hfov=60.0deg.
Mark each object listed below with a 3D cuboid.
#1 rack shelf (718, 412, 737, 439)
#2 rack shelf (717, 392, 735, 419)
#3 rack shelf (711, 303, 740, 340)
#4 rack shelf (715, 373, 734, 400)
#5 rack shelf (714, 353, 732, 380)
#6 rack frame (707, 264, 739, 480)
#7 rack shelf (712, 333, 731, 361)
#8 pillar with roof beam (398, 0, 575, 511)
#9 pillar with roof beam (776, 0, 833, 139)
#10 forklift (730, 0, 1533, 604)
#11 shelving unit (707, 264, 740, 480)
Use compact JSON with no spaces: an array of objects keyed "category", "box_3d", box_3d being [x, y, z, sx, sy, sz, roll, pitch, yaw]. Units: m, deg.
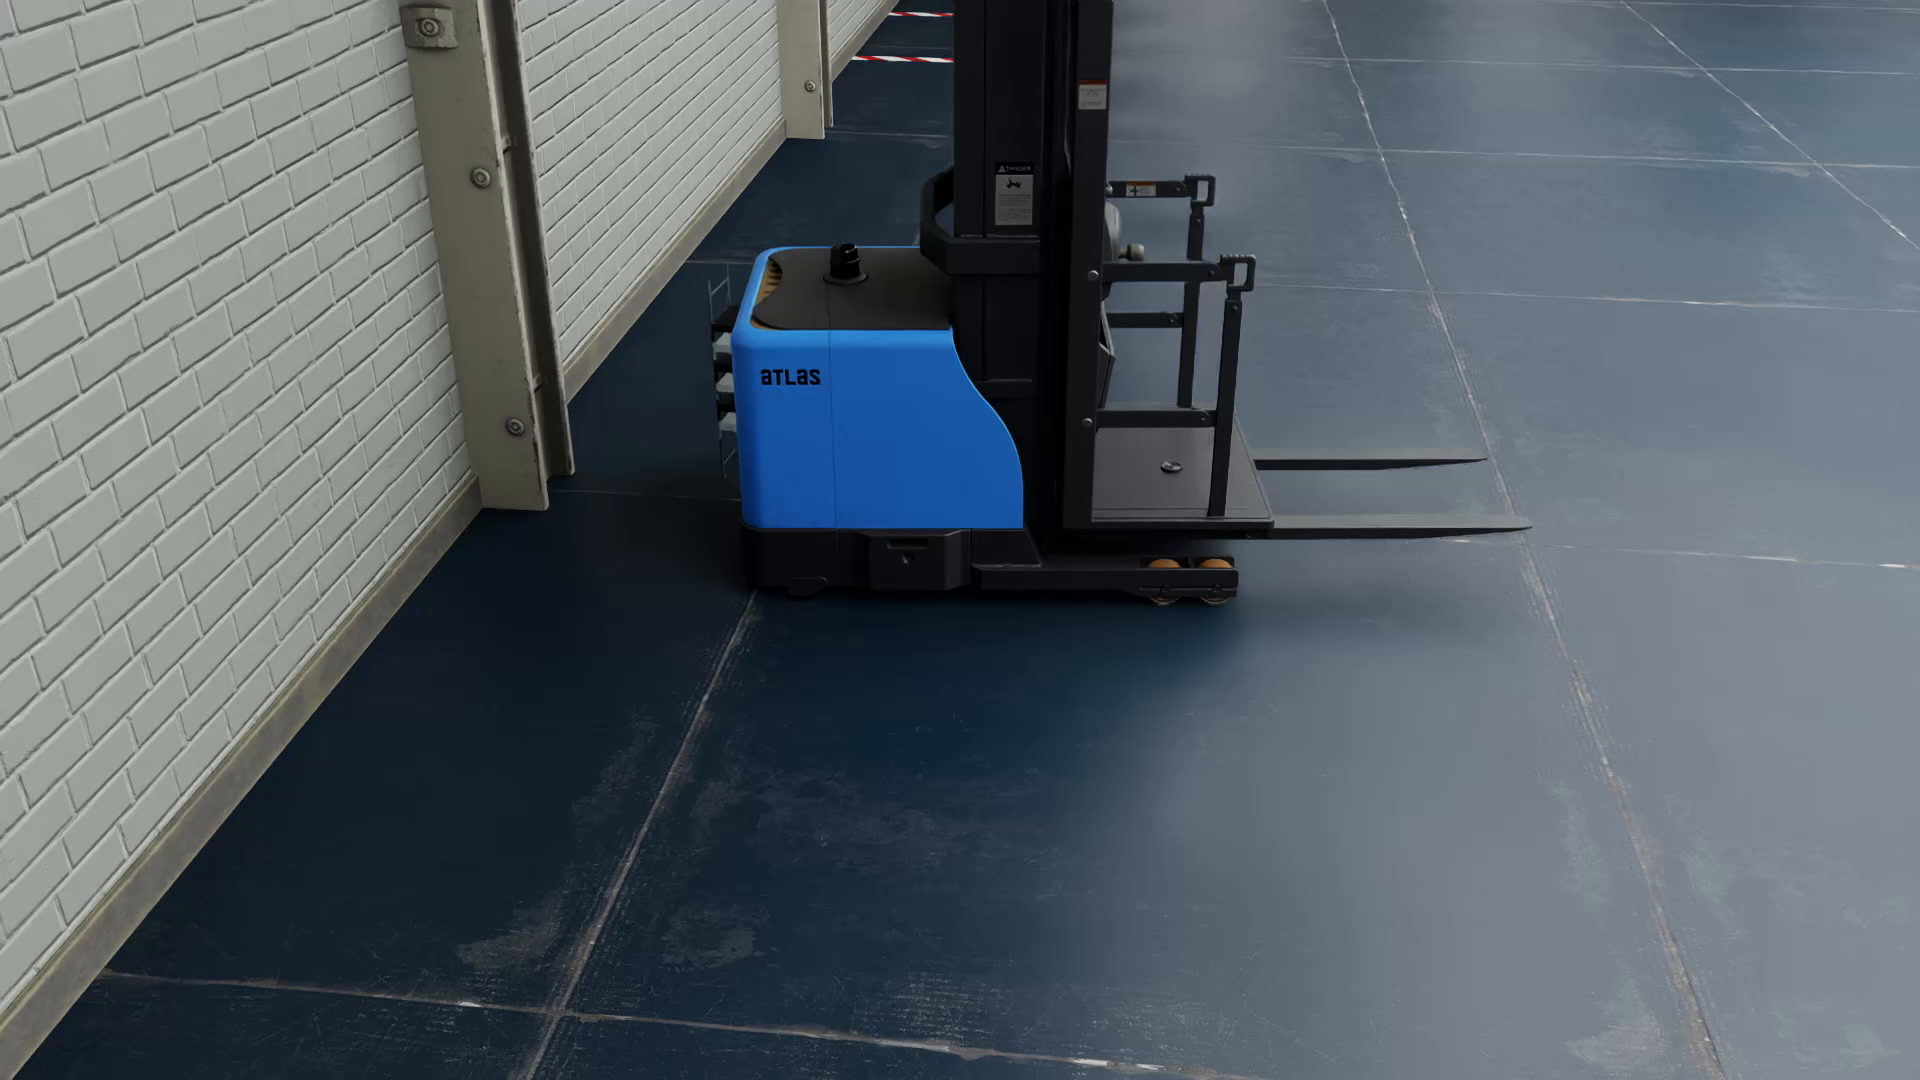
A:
[{"category":"rack shelf","box_3d":[-0.908,-0.516,7.209,0.200,0.077,0.258,6,29,11]},{"category":"rack shelf","box_3d":[-0.908,-0.596,7.167,0.200,0.077,0.258,6,29,11]},{"category":"rack shelf","box_3d":[-0.908,-0.913,6.996,0.200,0.077,0.258,6,29,11]},{"category":"rack shelf","box_3d":[-0.908,-0.675,7.124,0.200,0.077,0.258,6,29,11]},{"category":"rack shelf","box_3d":[-0.908,-0.754,7.081,0.200,0.077,0.258,6,29,11]},{"category":"rack frame","box_3d":[-1.007,-0.715,7.128,0.006,0.900,0.240,6,29,11]},{"category":"rack shelf","box_3d":[-0.908,-0.833,7.039,0.200,0.077,0.258,6,29,11]},{"category":"pillar with roof beam","box_3d":[2.402,-3.936,4.569,9.100,9.000,0.400,3,28,6]},{"category":"pillar with roof beam","box_3d":[3.137,-6.761,9.811,9.100,9.000,0.400,3,28,6]},{"category":"forklift","box_3d":[0.684,-1.302,6.076,3.031,2.935,1.130,0,28,0]},{"category":"shelving unit","box_3d":[-0.908,-0.704,7.108,0.210,0.900,0.258,6,29,11]}]
